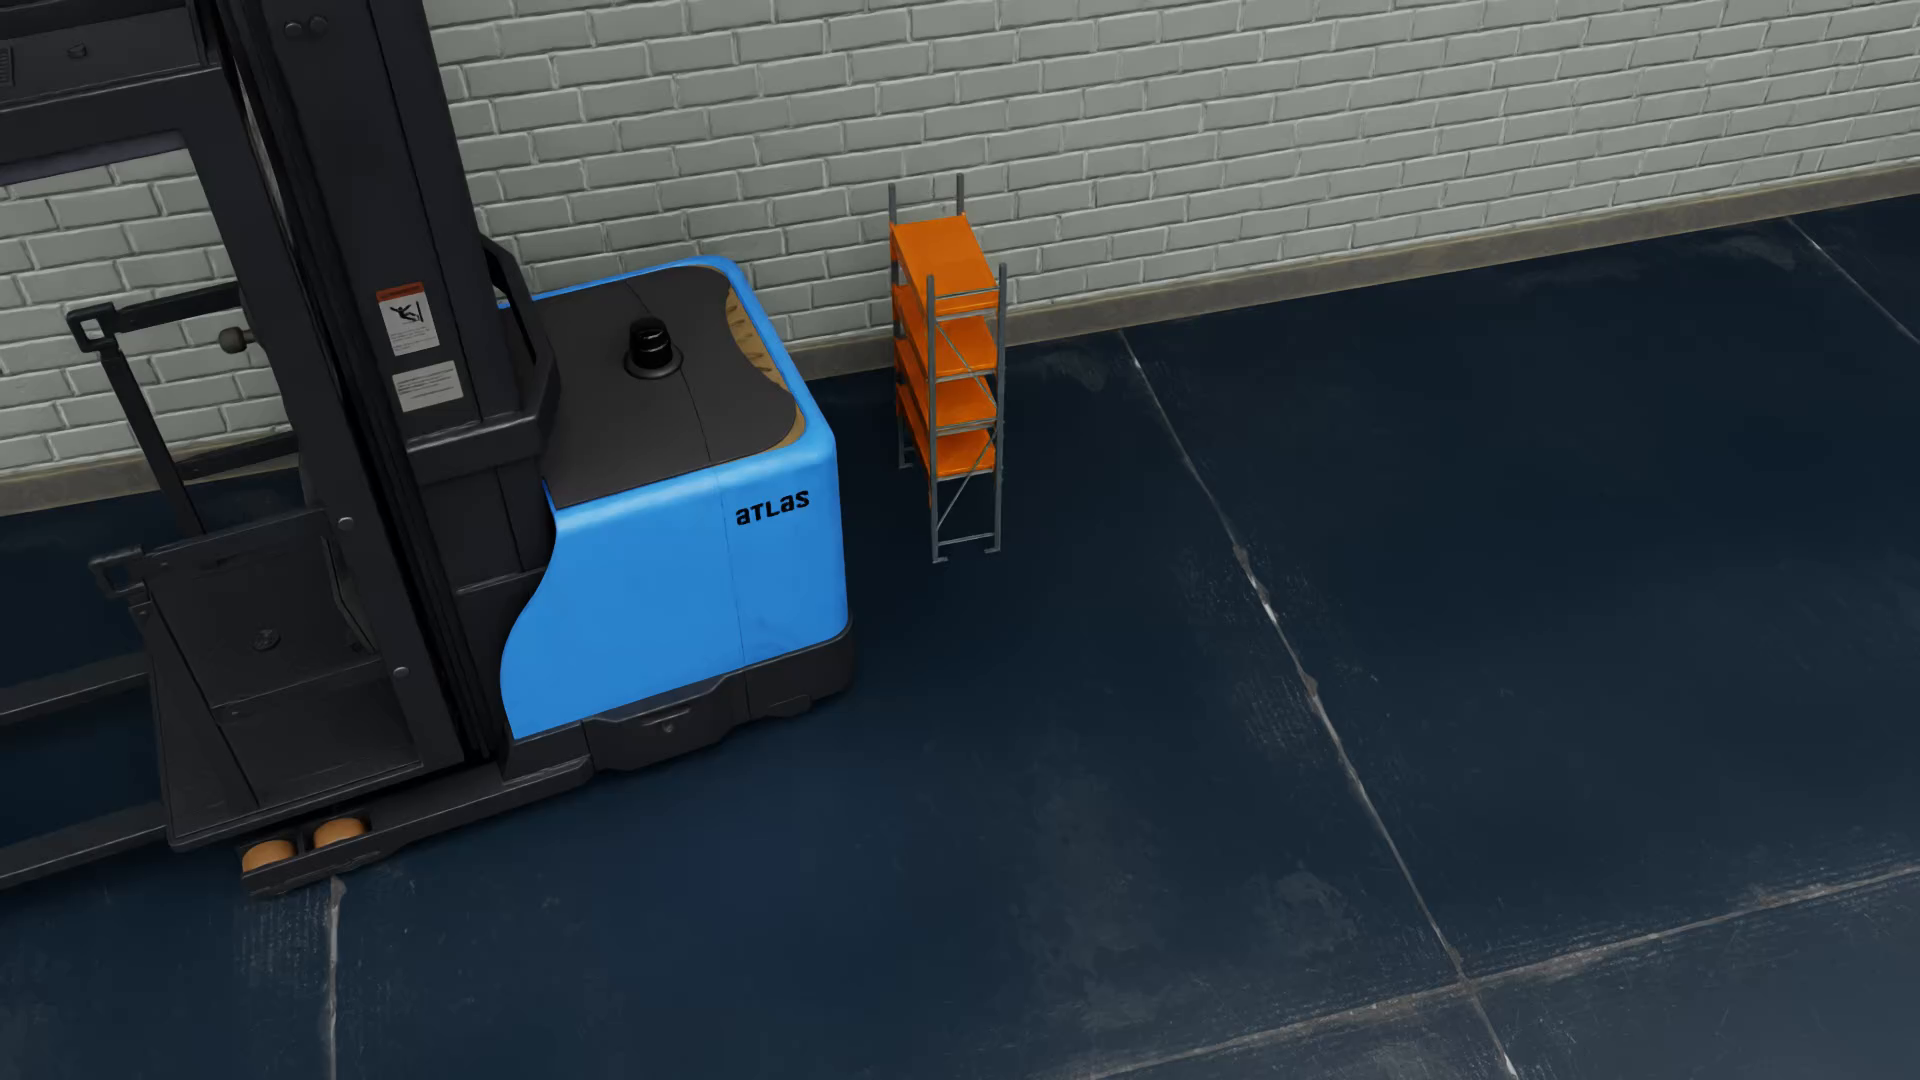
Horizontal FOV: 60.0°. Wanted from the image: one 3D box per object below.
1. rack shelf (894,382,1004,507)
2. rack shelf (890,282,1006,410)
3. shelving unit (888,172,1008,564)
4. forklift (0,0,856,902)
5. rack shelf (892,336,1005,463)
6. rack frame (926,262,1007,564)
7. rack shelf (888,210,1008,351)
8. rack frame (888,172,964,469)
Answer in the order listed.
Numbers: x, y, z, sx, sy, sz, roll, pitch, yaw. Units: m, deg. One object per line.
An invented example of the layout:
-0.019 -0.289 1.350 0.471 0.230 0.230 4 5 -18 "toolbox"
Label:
-0.042 -0.348 5.623 0.258 0.148 0.480 -11 47 -10 "rack shelf"
-0.042 -0.644 5.322 0.258 0.148 0.480 -11 47 -10 "rack shelf"
-0.042 -0.534 5.433 0.258 1.200 0.503 -11 47 -10 "shelving unit"
-1.892 -0.443 4.132 3.031 2.935 1.130 -17 48 -16 "forklift"
-0.042 -0.487 5.482 0.258 0.148 0.480 -11 47 -10 "rack shelf"
0.020 -0.366 5.268 0.240 1.200 0.015 -11 47 -10 "rack frame"
-0.042 -0.809 5.153 0.258 0.148 0.480 -11 47 -10 "rack shelf"
-0.105 -0.703 5.599 0.240 1.200 0.015 -11 47 -10 "rack frame"
